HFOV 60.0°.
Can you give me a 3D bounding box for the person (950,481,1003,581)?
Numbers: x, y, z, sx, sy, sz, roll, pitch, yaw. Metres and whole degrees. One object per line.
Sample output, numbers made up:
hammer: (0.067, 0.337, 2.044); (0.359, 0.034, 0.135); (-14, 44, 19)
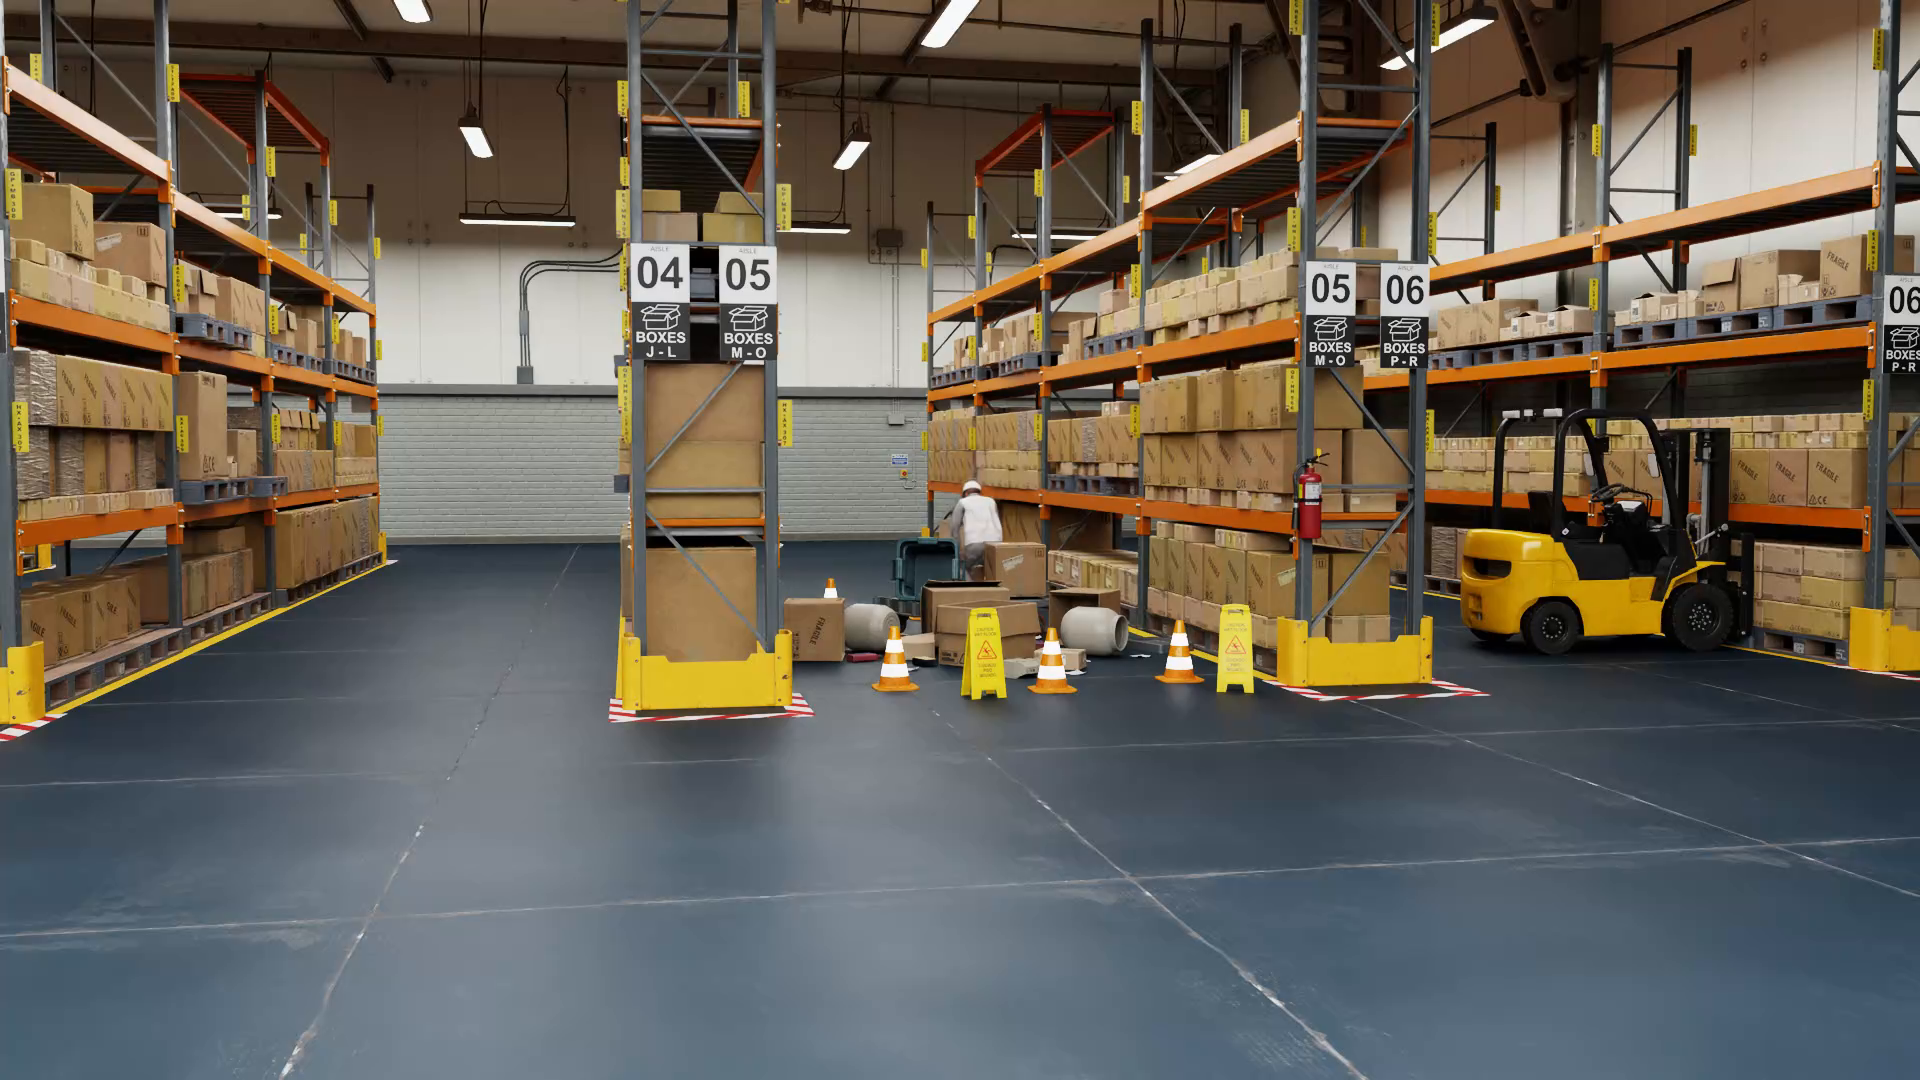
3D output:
person: (0.192, 0.052, 18.999); (0.592, 1.450, 0.752); (-1, 3, -11)
